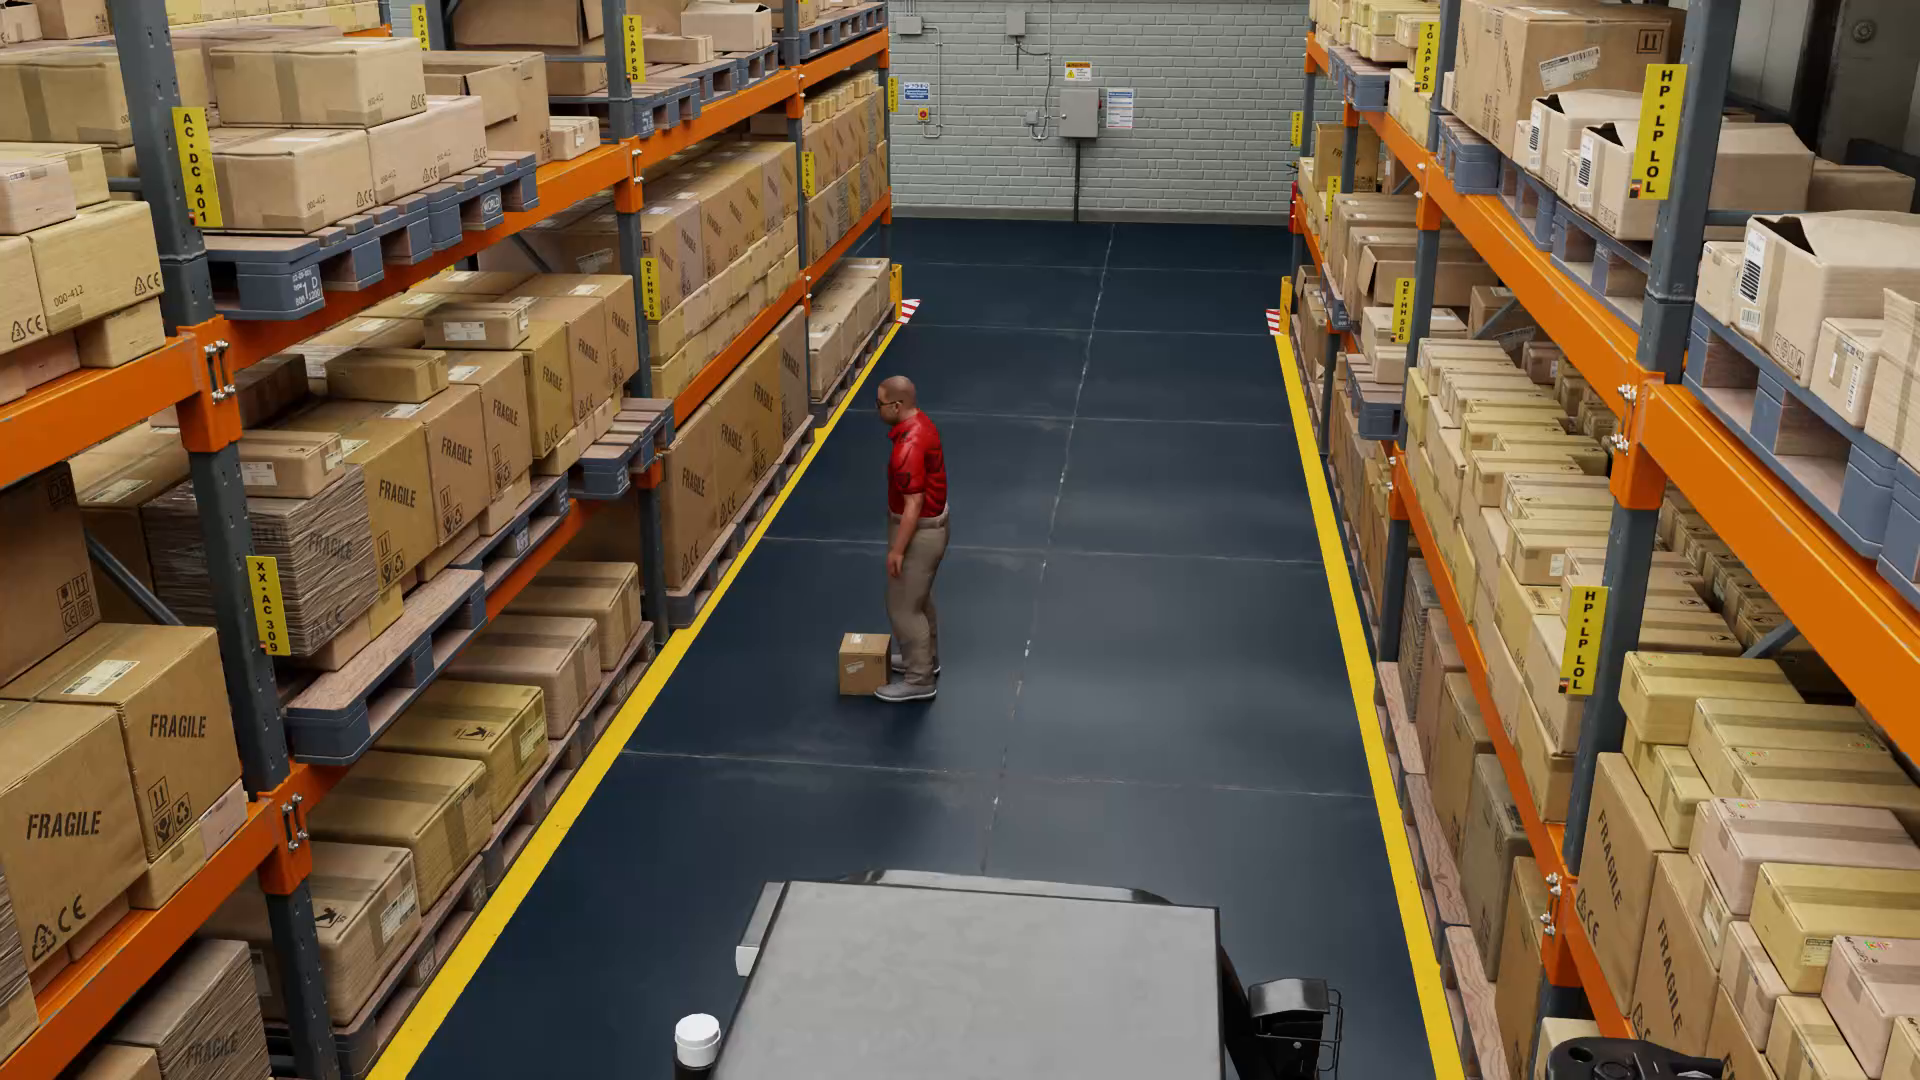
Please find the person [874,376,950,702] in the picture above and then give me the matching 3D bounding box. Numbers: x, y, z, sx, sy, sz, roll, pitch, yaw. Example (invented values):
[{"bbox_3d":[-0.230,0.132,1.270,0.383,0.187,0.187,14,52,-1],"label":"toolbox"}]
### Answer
[{"bbox_3d":[-0.256,-0.018,8.646,0.392,1.727,0.585,3,21,7],"label":"person"}]
